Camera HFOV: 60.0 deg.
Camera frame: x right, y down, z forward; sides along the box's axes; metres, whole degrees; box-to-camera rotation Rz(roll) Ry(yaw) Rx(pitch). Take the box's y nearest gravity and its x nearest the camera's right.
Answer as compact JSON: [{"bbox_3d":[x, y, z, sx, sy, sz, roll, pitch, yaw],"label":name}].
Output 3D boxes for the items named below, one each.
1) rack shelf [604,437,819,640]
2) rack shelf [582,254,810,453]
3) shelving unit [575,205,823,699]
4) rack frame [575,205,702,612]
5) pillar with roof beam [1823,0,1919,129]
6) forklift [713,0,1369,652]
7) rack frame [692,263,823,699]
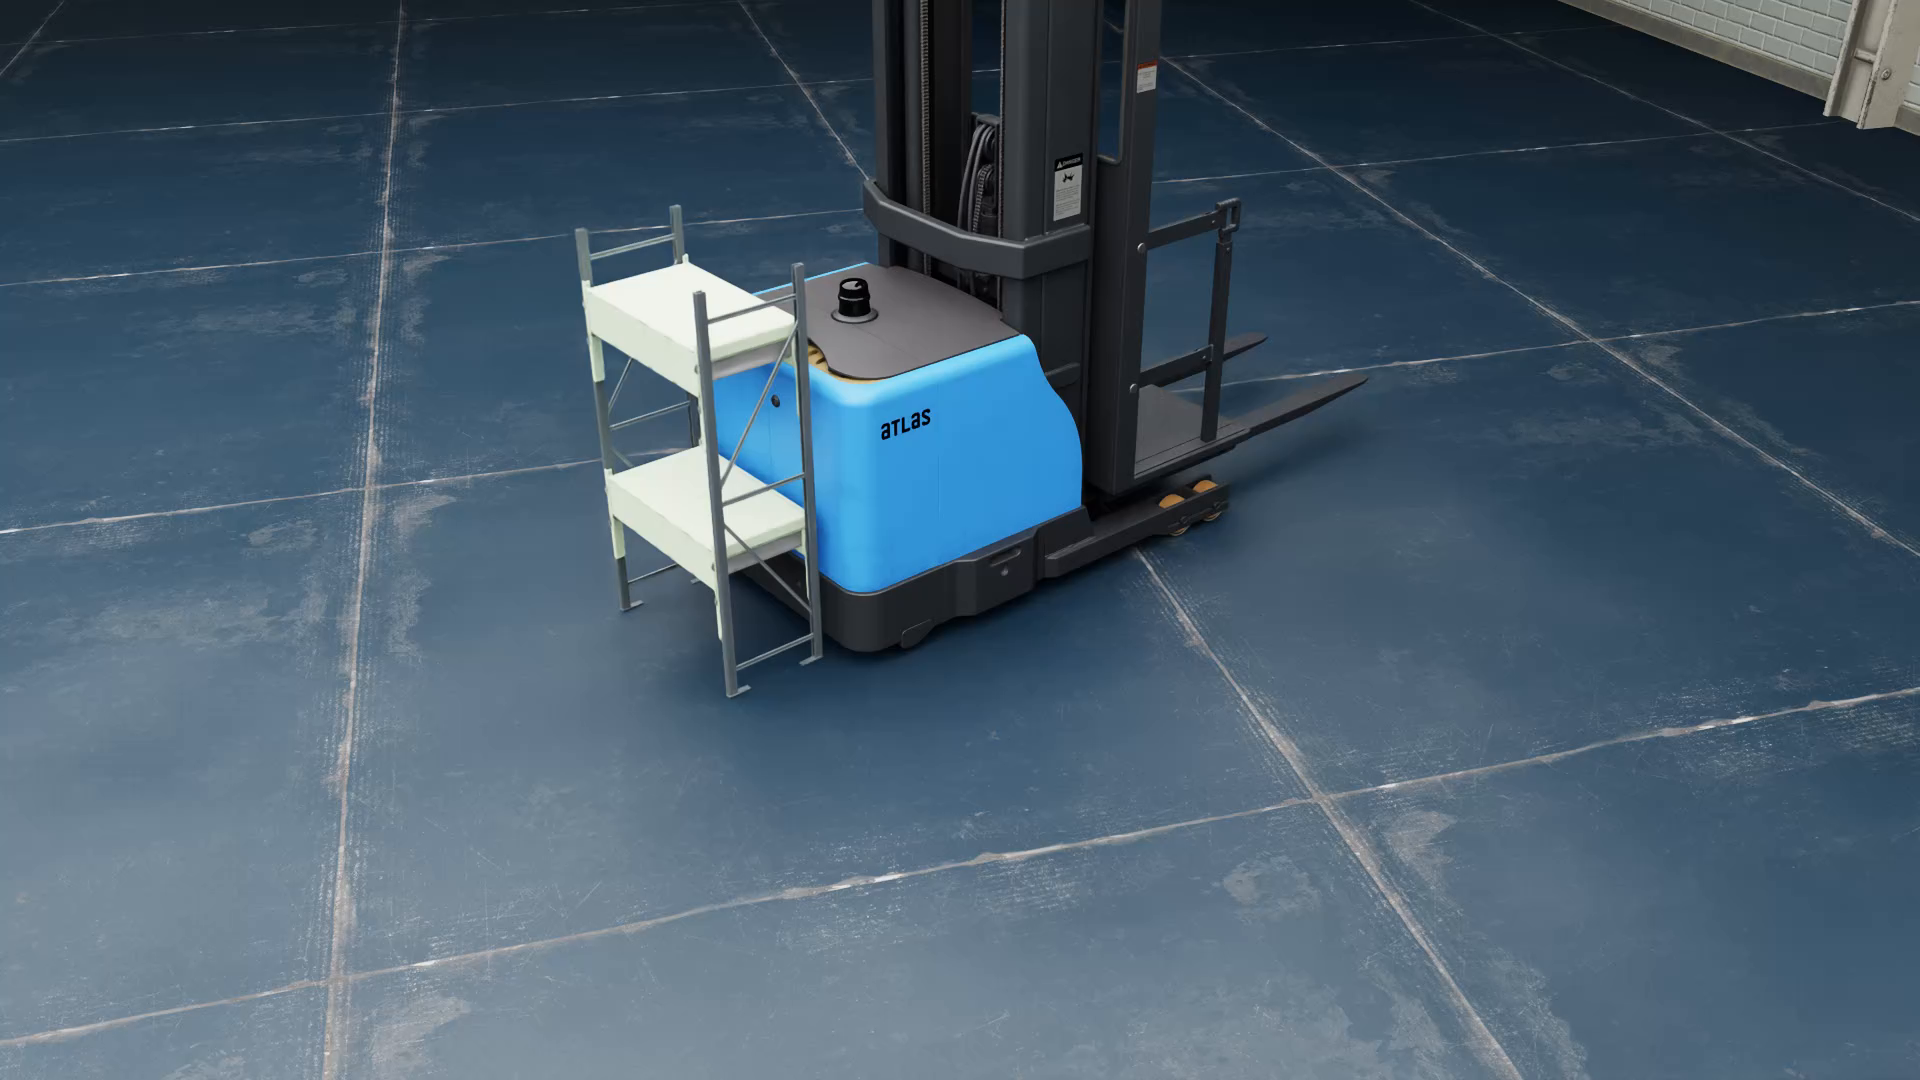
[{"bbox_3d":[-0.890,-0.022,5.941,0.431,0.370,0.720,-23,37,-34],"label":"rack shelf"},{"bbox_3d":[-0.889,-0.642,5.583,0.431,0.370,0.720,-23,37,-34],"label":"rack shelf"},{"bbox_3d":[-0.890,-0.304,5.778,0.431,1.500,0.755,-23,37,-34],"label":"shelving unit"},{"bbox_3d":[-1.125,-0.445,6.021,0.400,1.500,0.023,-23,37,-34],"label":"rack frame"},{"bbox_3d":[2.328,-6.347,8.732,9.100,9.000,0.400,-8,31,-13],"label":"pillar with roof beam"},{"bbox_3d":[0.487,-1.469,6.362,3.031,2.935,1.130,-22,37,-33],"label":"forklift"},{"bbox_3d":[-0.655,-0.164,5.535,0.400,1.500,0.023,-23,37,-34],"label":"rack frame"}]
